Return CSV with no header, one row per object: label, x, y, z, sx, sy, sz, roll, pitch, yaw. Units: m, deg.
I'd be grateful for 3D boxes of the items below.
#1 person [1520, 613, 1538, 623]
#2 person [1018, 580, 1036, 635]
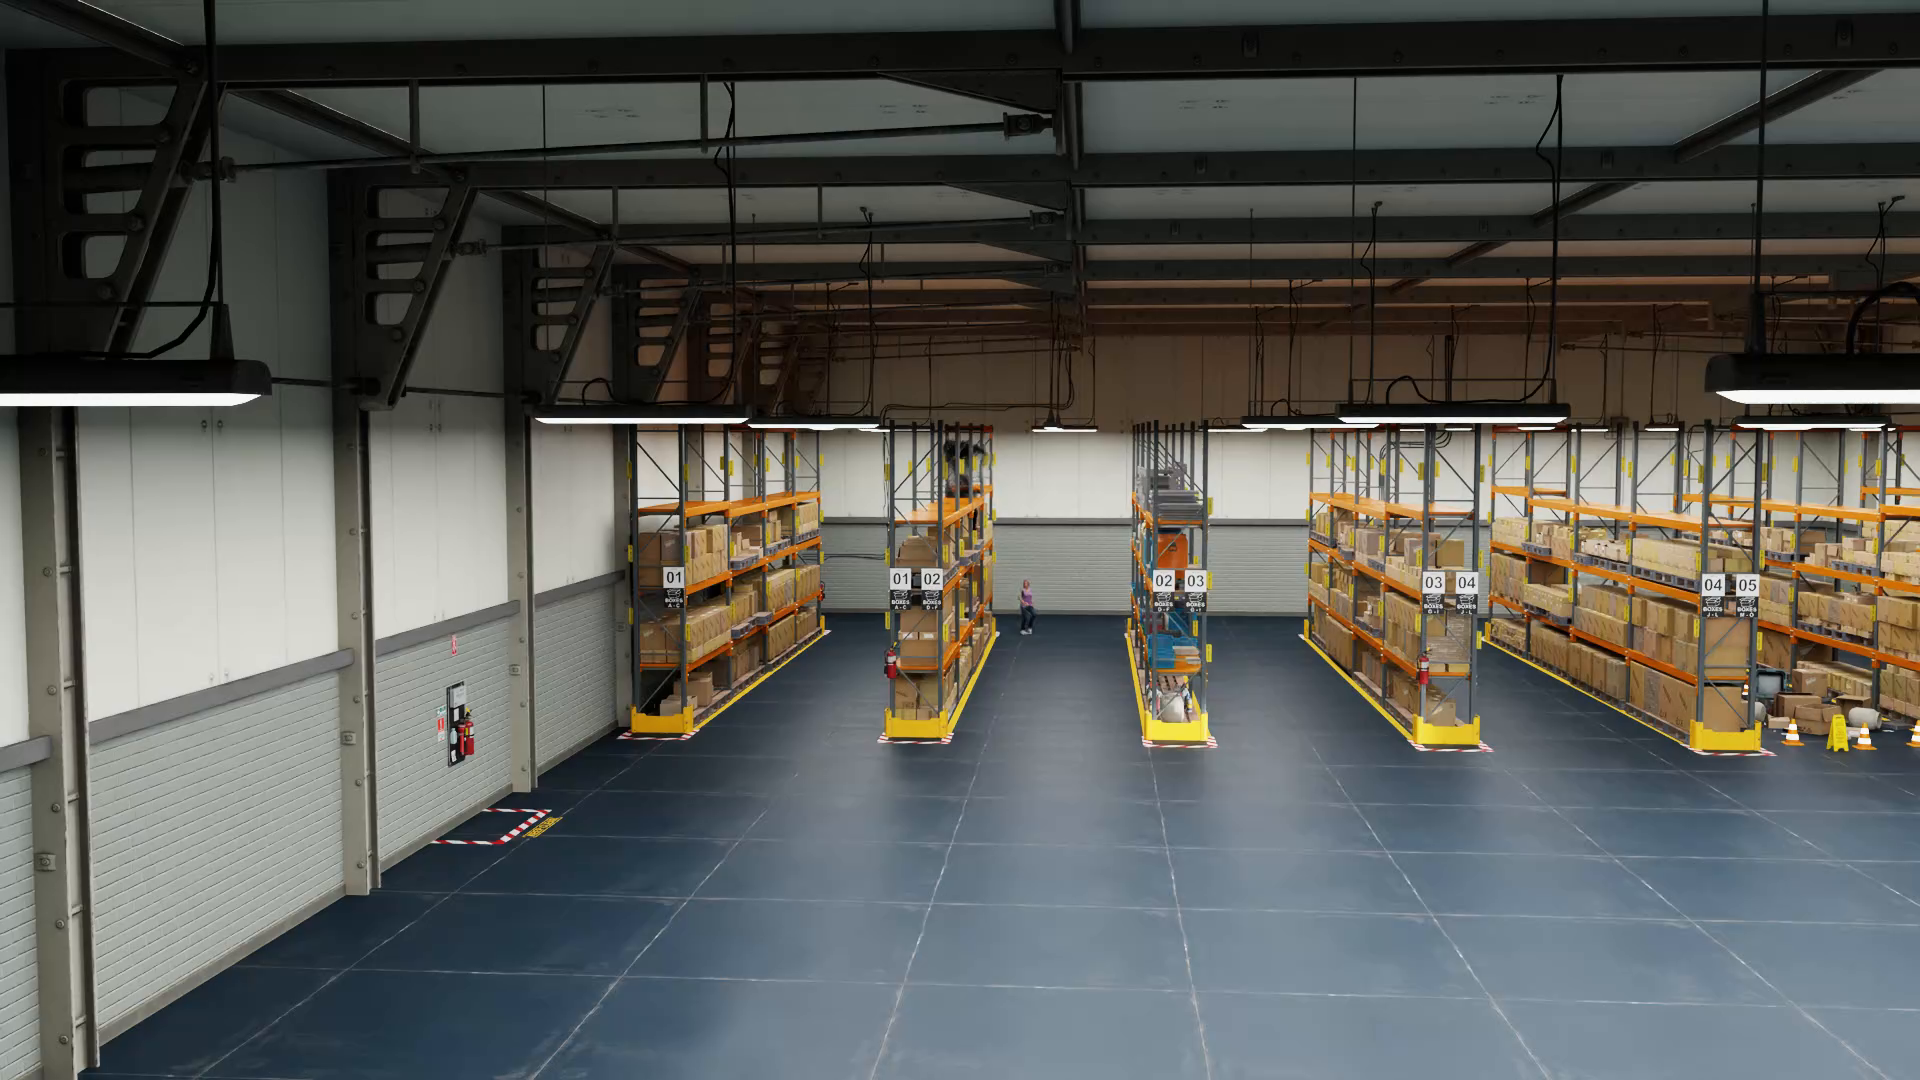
person,16.219,1.859,47.453,0.791,1.733,0.714,-1,4,-12
person,1.910,1.921,47.594,0.553,1.577,0.596,-2,4,-30
